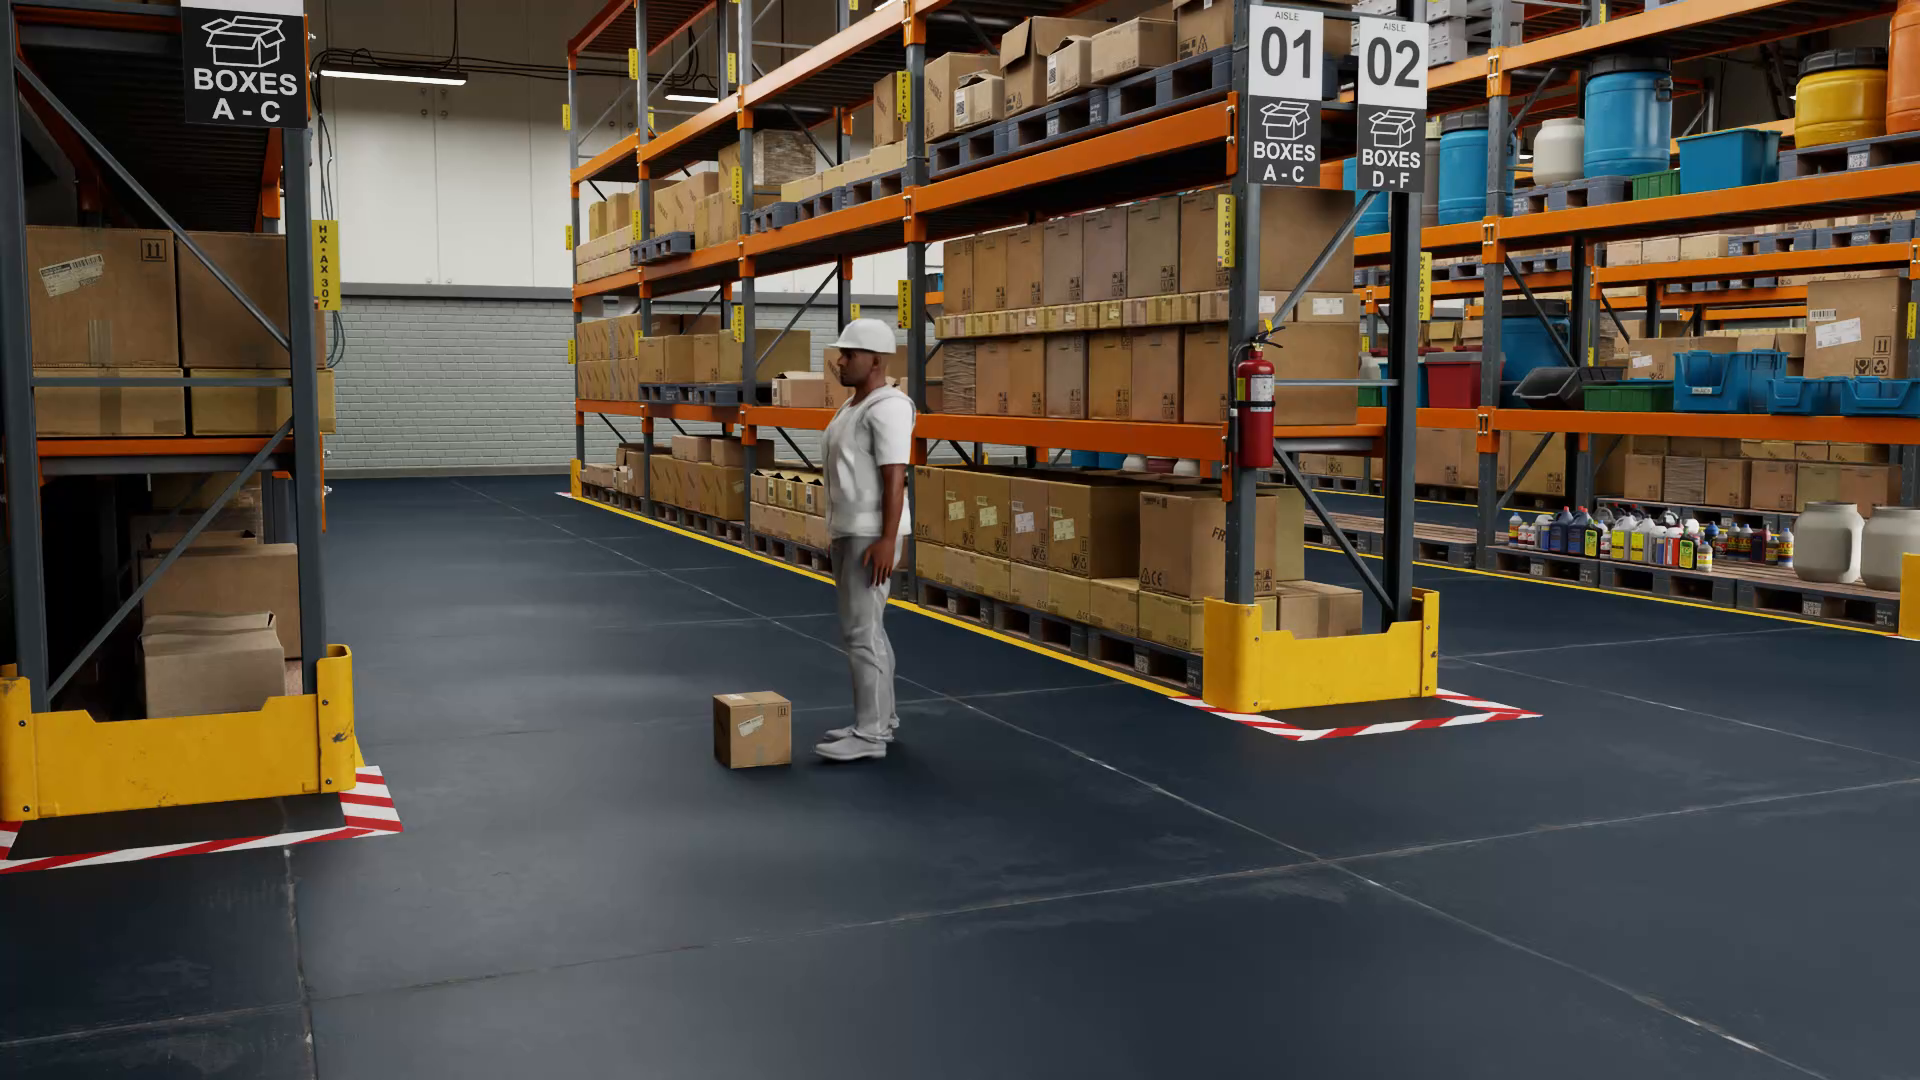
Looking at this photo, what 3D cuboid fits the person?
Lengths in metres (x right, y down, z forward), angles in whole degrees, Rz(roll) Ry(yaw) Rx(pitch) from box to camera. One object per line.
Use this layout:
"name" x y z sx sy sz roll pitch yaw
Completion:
"person" -0.422 -0.010 6.755 0.460 1.768 0.566 -2 6 -22
